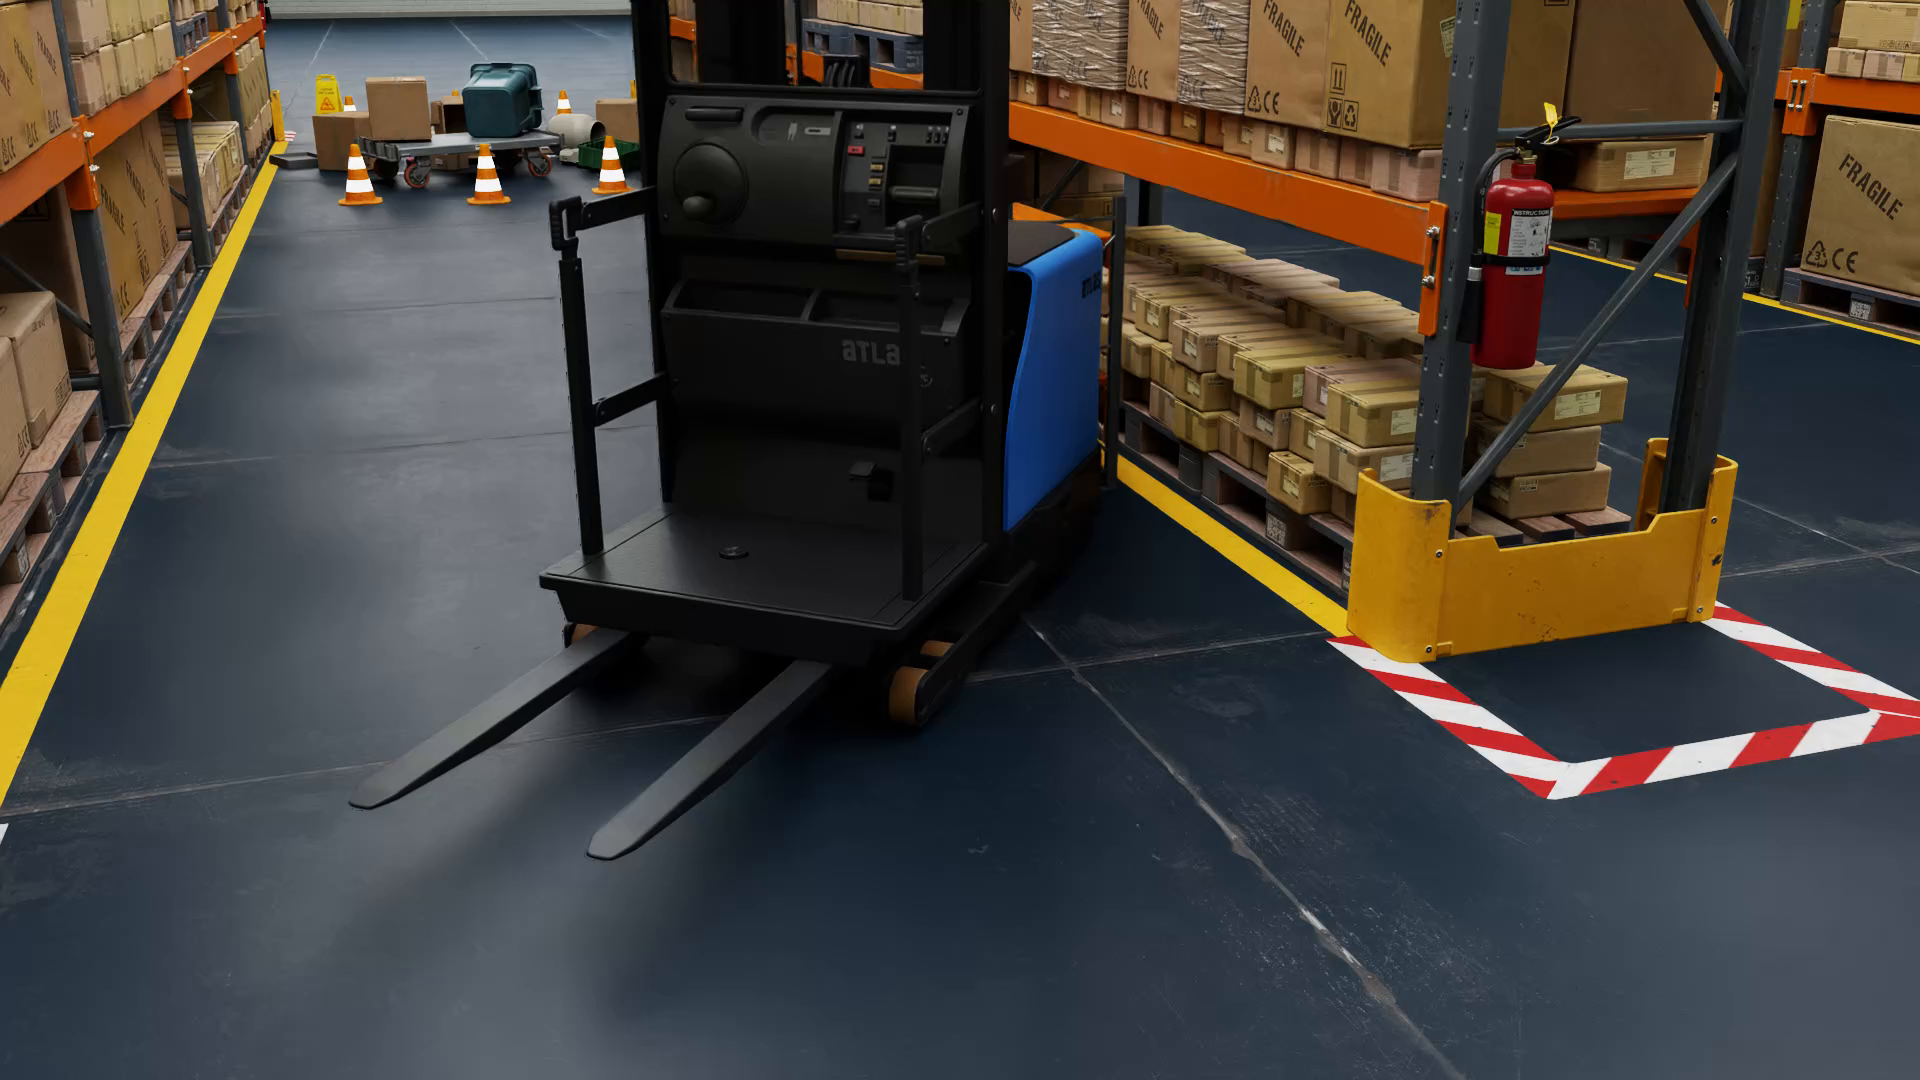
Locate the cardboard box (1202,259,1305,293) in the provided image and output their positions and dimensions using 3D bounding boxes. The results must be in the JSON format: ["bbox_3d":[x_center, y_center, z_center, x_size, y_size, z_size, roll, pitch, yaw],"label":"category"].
[{"bbox_3d":[1.298,-1.142,7.374,0.380,0.149,0.250,-7,21,-20],"label":"cardboard box"}]

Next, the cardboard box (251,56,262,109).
[{"bbox_3d":[-7.065,-4.408,16.087,0.500,0.500,0.500,-7,21,-18],"label":"cardboard box"}]

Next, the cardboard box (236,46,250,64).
[{"bbox_3d":[-6.701,-4.418,15.156,0.380,0.149,0.250,-6,20,-15],"label":"cardboard box"}]

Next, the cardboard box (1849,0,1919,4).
[{"bbox_3d":[5.204,-3.154,8.932,0.500,0.500,0.500,-6,21,-17],"label":"cardboard box"}]

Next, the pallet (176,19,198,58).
[{"bbox_3d":[-5.694,-3.270,10.867,1.213,0.211,1.003,-6,21,-17],"label":"pallet"}]

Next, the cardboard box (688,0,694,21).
[{"bbox_3d":[-2.086,-5.173,15.659,0.875,0.550,0.550,-6,21,-17],"label":"cardboard box"}]

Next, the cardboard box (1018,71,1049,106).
[{"bbox_3d":[0.486,-2.099,7.694,0.380,0.149,0.250,-6,21,-16],"label":"cardboard box"}]

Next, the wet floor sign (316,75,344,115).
[{"bbox_3d":[-6.927,-4.777,18.262,0.267,0.644,0.232,1,20,2],"label":"wet floor sign"}]

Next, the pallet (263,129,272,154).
[{"bbox_3d":[-7.638,-4.109,17.045,1.003,0.211,1.213,-6,21,-17],"label":"pallet"}]

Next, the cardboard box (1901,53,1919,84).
[{"bbox_3d":[5.239,-2.495,8.797,0.380,0.149,0.250,-6,21,-15],"label":"cardboard box"}]

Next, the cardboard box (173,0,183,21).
[{"bbox_3d":[-5.394,-3.534,11.067,0.380,0.149,0.250,-8,21,-21],"label":"cardboard box"}]

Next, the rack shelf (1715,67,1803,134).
[{"bbox_3d":[4.668,-3.216,11.496,1.077,0.370,4.000,-6,21,-17],"label":"rack shelf"}]

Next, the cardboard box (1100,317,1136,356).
[{"bbox_3d":[0.807,-0.852,7.007,0.380,0.149,0.250,-7,21,-18],"label":"cardboard box"}]

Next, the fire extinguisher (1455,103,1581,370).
[{"bbox_3d":[1.454,-0.792,4.351,0.296,0.674,0.183,-6,21,-17],"label":"fire extinguisher"}]

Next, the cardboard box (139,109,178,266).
[{"bbox_3d":[-5.231,-2.110,9.876,0.875,0.875,0.875,-7,21,-18],"label":"cardboard box"}]

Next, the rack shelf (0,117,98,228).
[{"bbox_3d":[-3.483,-0.879,4.991,1.077,0.370,4.000,-6,21,-17],"label":"rack shelf"}]

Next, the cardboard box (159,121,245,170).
[{"bbox_3d":[-6.459,-3.220,13.709,0.950,0.372,0.625,-6,21,-17],"label":"cardboard box"}]

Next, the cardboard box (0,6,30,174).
[{"bbox_3d":[-3.384,-1.461,5.398,0.500,0.500,0.500,-7,21,-18],"label":"cardboard box"}]

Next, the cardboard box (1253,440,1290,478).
[{"bbox_3d":[1.271,-0.303,5.918,0.380,0.149,0.250,-6,21,-17],"label":"cardboard box"}]

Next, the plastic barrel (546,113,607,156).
[{"bbox_3d":[-3.771,-3.974,16.353,0.512,0.421,0.421,8,21,20],"label":"plastic barrel"}]

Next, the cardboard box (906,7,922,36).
[{"bbox_3d":[-0.087,-2.936,9.404,0.380,0.149,0.250,-7,21,-20],"label":"cardboard box"}]

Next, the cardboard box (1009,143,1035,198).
[{"bbox_3d":[0.082,-2.004,9.026,0.500,0.250,0.500,-7,21,-19],"label":"cardboard box"}]

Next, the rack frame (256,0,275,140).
[{"bbox_3d":[-7.883,-5.710,17.377,1.000,3.000,0.127,-6,21,-17],"label":"rack frame"}]

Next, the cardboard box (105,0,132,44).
[{"bbox_3d":[-4.306,-2.524,7.990,0.500,0.250,0.500,-6,21,-17],"label":"cardboard box"}]

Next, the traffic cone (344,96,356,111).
[{"bbox_3d":[-6.523,-4.516,17.804,0.336,0.463,0.334,-6,21,-17],"label":"traffic cone"}]

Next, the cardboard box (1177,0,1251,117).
[{"bbox_3d":[1.102,-1.766,5.807,0.500,0.500,0.500,-6,21,-17],"label":"cardboard box"}]

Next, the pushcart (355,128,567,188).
[{"bbox_3d":[-4.477,-3.451,14.966,1.648,0.377,0.936,-15,25,-36],"label":"pushcart"}]

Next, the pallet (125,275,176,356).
[{"bbox_3d":[-4.813,-1.179,8.886,1.003,0.211,1.213,-6,21,-17],"label":"pallet"}]

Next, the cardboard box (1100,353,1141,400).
[{"bbox_3d":[0.812,-0.711,7.054,0.380,0.149,0.250,-7,21,-19],"label":"cardboard box"}]

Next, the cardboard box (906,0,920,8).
[{"bbox_3d":[-0.087,-3.079,9.362,0.380,0.149,0.250,-8,21,-20],"label":"cardboard box"}]

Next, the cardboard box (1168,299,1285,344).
[{"bbox_3d":[1.044,-0.836,6.522,0.380,0.149,0.250,-7,21,-19],"label":"cardboard box"}]

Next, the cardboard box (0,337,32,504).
[{"bbox_3d":[-3.734,-0.351,5.626,0.875,0.438,0.875,-7,21,-19],"label":"cardboard box"}]

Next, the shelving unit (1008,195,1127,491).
[{"bbox_3d":[0.177,-0.859,6.644,0.538,1.125,1.048,-8,21,-21],"label":"shelving unit"}]

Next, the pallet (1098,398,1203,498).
[{"bbox_3d":[1.188,-0.502,7.001,1.003,0.211,1.213,-6,21,-17],"label":"pallet"}]

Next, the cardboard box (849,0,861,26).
[{"bbox_3d":[-0.497,-3.357,10.575,0.380,0.149,0.250,-5,20,-15],"label":"cardboard box"}]

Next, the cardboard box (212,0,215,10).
[{"bbox_3d":[-6.021,-4.205,12.936,0.380,0.149,0.250,-7,21,-18],"label":"cardboard box"}]

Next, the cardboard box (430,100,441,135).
[{"bbox_3d":[-4.928,-4.241,16.979,0.637,0.503,0.797,12,23,30],"label":"cardboard box"}]

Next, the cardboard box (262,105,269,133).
[{"bbox_3d":[-7.218,-4.216,16.663,0.500,0.250,0.500,-6,21,-17],"label":"cardboard box"}]

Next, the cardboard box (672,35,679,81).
[{"bbox_3d":[-2.661,-4.974,17.848,0.875,0.875,0.875,-7,21,-18],"label":"cardboard box"}]

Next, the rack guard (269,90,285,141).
[{"bbox_3d":[-7.859,-4.510,17.732,1.175,0.500,0.348,-6,21,-17],"label":"rack guard"}]

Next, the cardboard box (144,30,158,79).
[{"bbox_3d":[-4.645,-2.612,8.974,0.500,0.250,0.500,-7,21,-18],"label":"cardboard box"}]

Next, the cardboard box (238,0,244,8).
[{"bbox_3d":[-6.825,-5.106,15.106,0.500,0.500,0.500,-7,21,-18],"label":"cardboard box"}]

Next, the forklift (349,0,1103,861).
[{"bbox_3d":[-0.494,-1.030,4.448,1.130,2.935,3.031,7,21,20],"label":"forklift"}]

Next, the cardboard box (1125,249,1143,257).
[{"bbox_3d":[0.624,-1.251,7.677,0.380,0.149,0.250,-7,21,-18],"label":"cardboard box"}]

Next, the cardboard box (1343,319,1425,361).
[{"bbox_3d":[1.656,-0.715,6.187,0.380,0.149,0.250,-7,21,-20],"label":"cardboard box"}]

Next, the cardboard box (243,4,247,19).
[{"bbox_3d":[-7.094,-5.092,16.027,0.380,0.149,0.250,-7,21,-18],"label":"cardboard box"}]

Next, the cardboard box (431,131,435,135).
[{"bbox_3d":[-5.554,-4.163,17.286,0.380,0.149,0.250,4,20,11],"label":"cardboard box"}]

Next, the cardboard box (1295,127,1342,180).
[{"bbox_3d":[1.307,-1.253,5.340,0.380,0.149,0.250,-7,21,-18],"label":"cardboard box"}]

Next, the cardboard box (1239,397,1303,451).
[{"bbox_3d":[1.211,-0.436,5.848,0.380,0.149,0.250,-7,21,-19],"label":"cardboard box"}]

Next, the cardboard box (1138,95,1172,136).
[{"bbox_3d":[0.923,-1.675,6.515,0.380,0.149,0.250,-6,21,-15],"label":"cardboard box"}]

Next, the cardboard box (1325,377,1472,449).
[{"bbox_3d":[1.406,-0.413,5.345,0.380,0.149,0.250,-6,21,-17],"label":"cardboard box"}]
